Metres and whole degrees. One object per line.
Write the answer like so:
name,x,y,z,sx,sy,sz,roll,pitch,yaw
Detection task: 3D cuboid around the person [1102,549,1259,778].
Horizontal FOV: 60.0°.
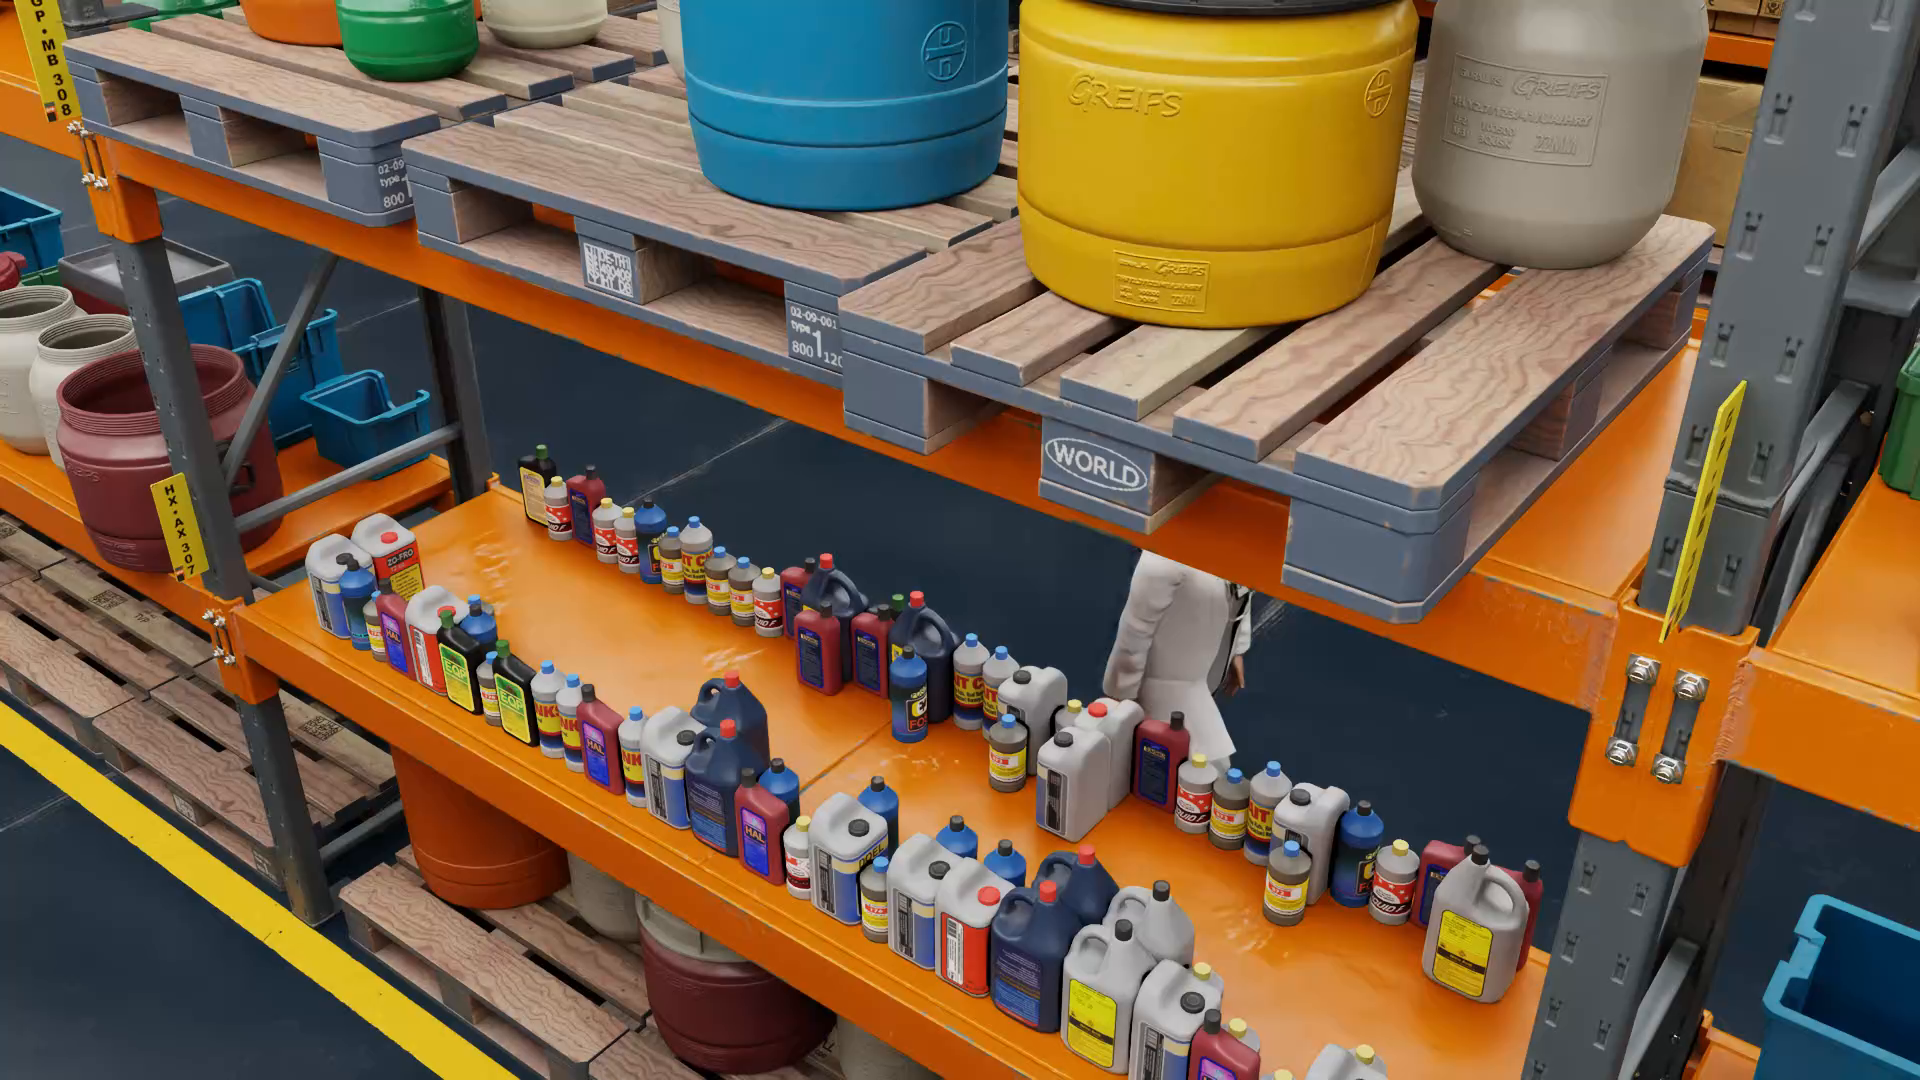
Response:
person,0.749,0.426,5.473,1.216,1.718,0.586,20,36,30
